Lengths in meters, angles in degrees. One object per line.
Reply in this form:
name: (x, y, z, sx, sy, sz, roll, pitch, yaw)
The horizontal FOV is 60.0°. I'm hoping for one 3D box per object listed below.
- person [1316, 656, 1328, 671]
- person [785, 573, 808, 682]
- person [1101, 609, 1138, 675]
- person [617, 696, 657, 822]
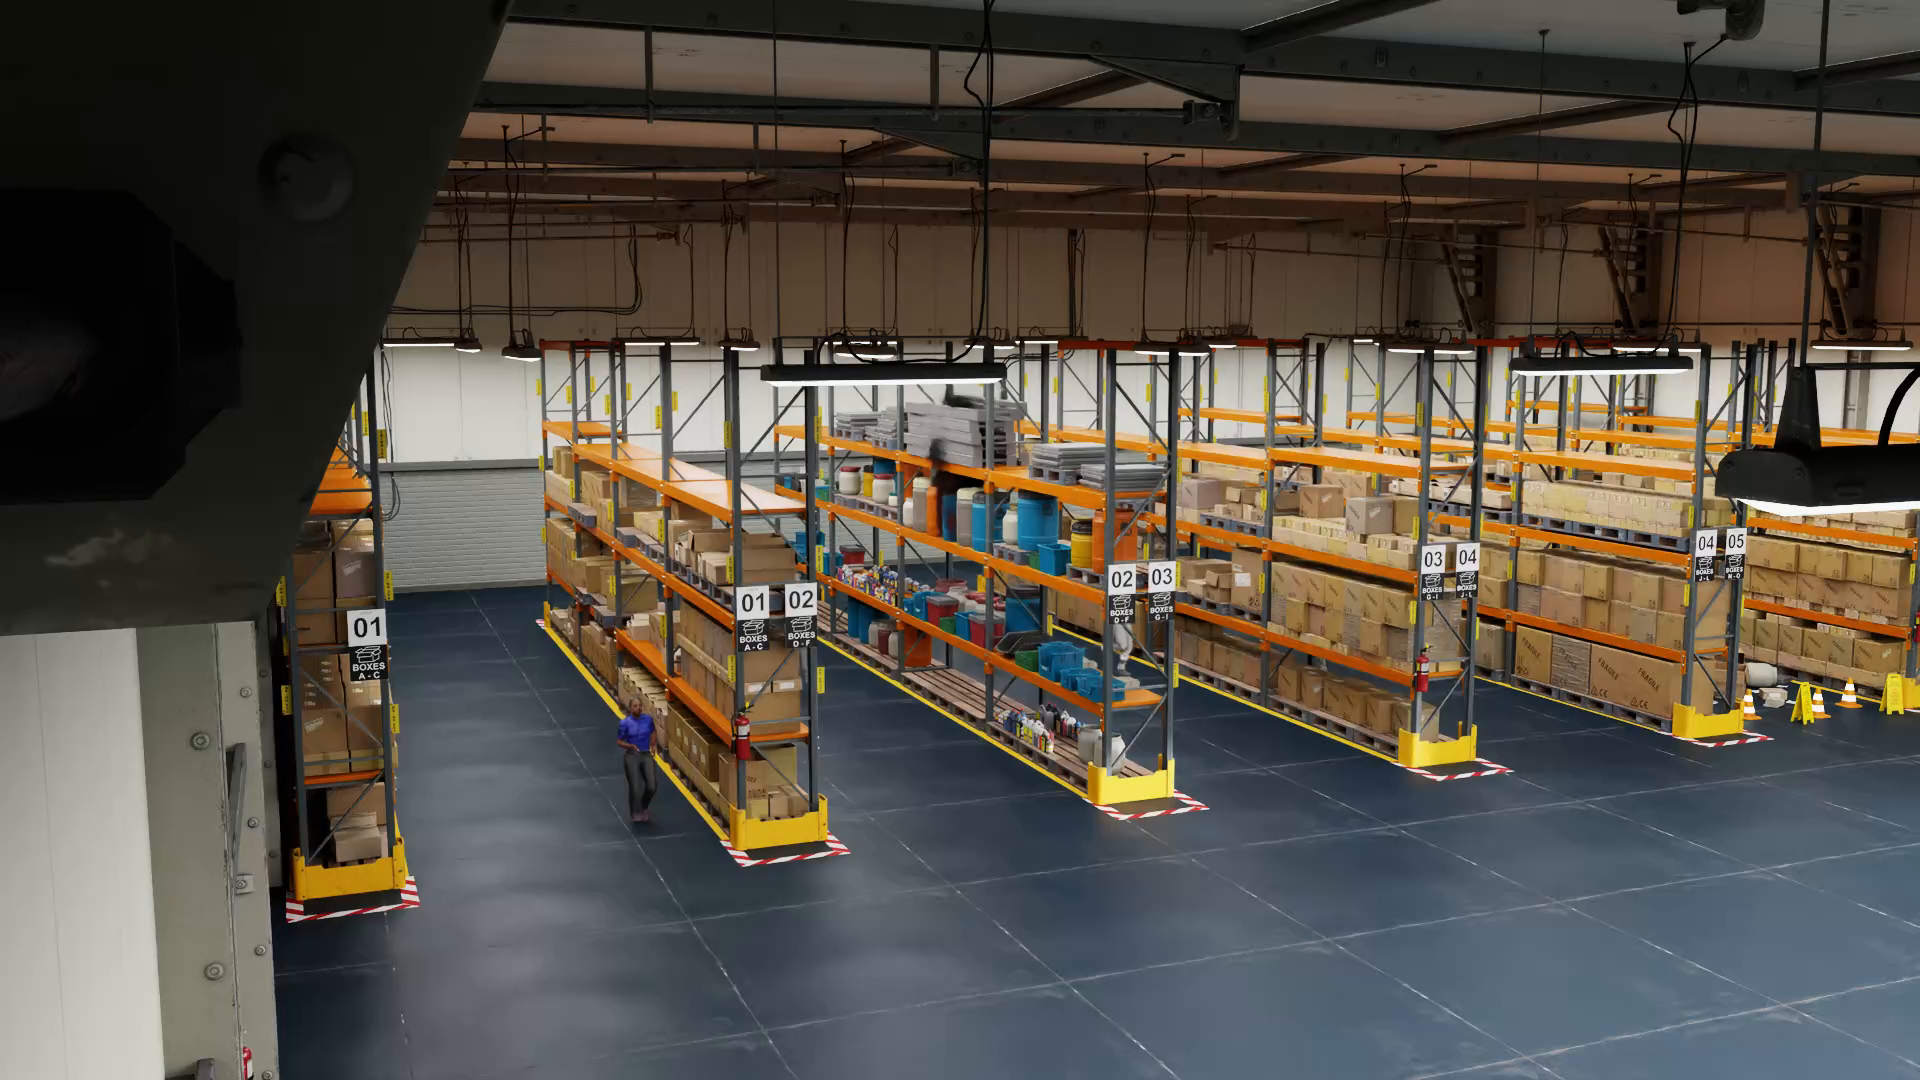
person: (6.560, 1.549, 30.233, 0.691, 1.738, 0.634, -4, 8, -28)
person: (-2.799, 1.479, 28.492, 0.643, 1.882, 0.784, -4, 8, -28)
person: (2.750, 1.440, 28.775, 0.658, 1.752, 0.606, -6, 9, -37)
person: (-4.037, 2.798, 21.020, 0.561, 1.636, 0.599, -4, 8, -25)
